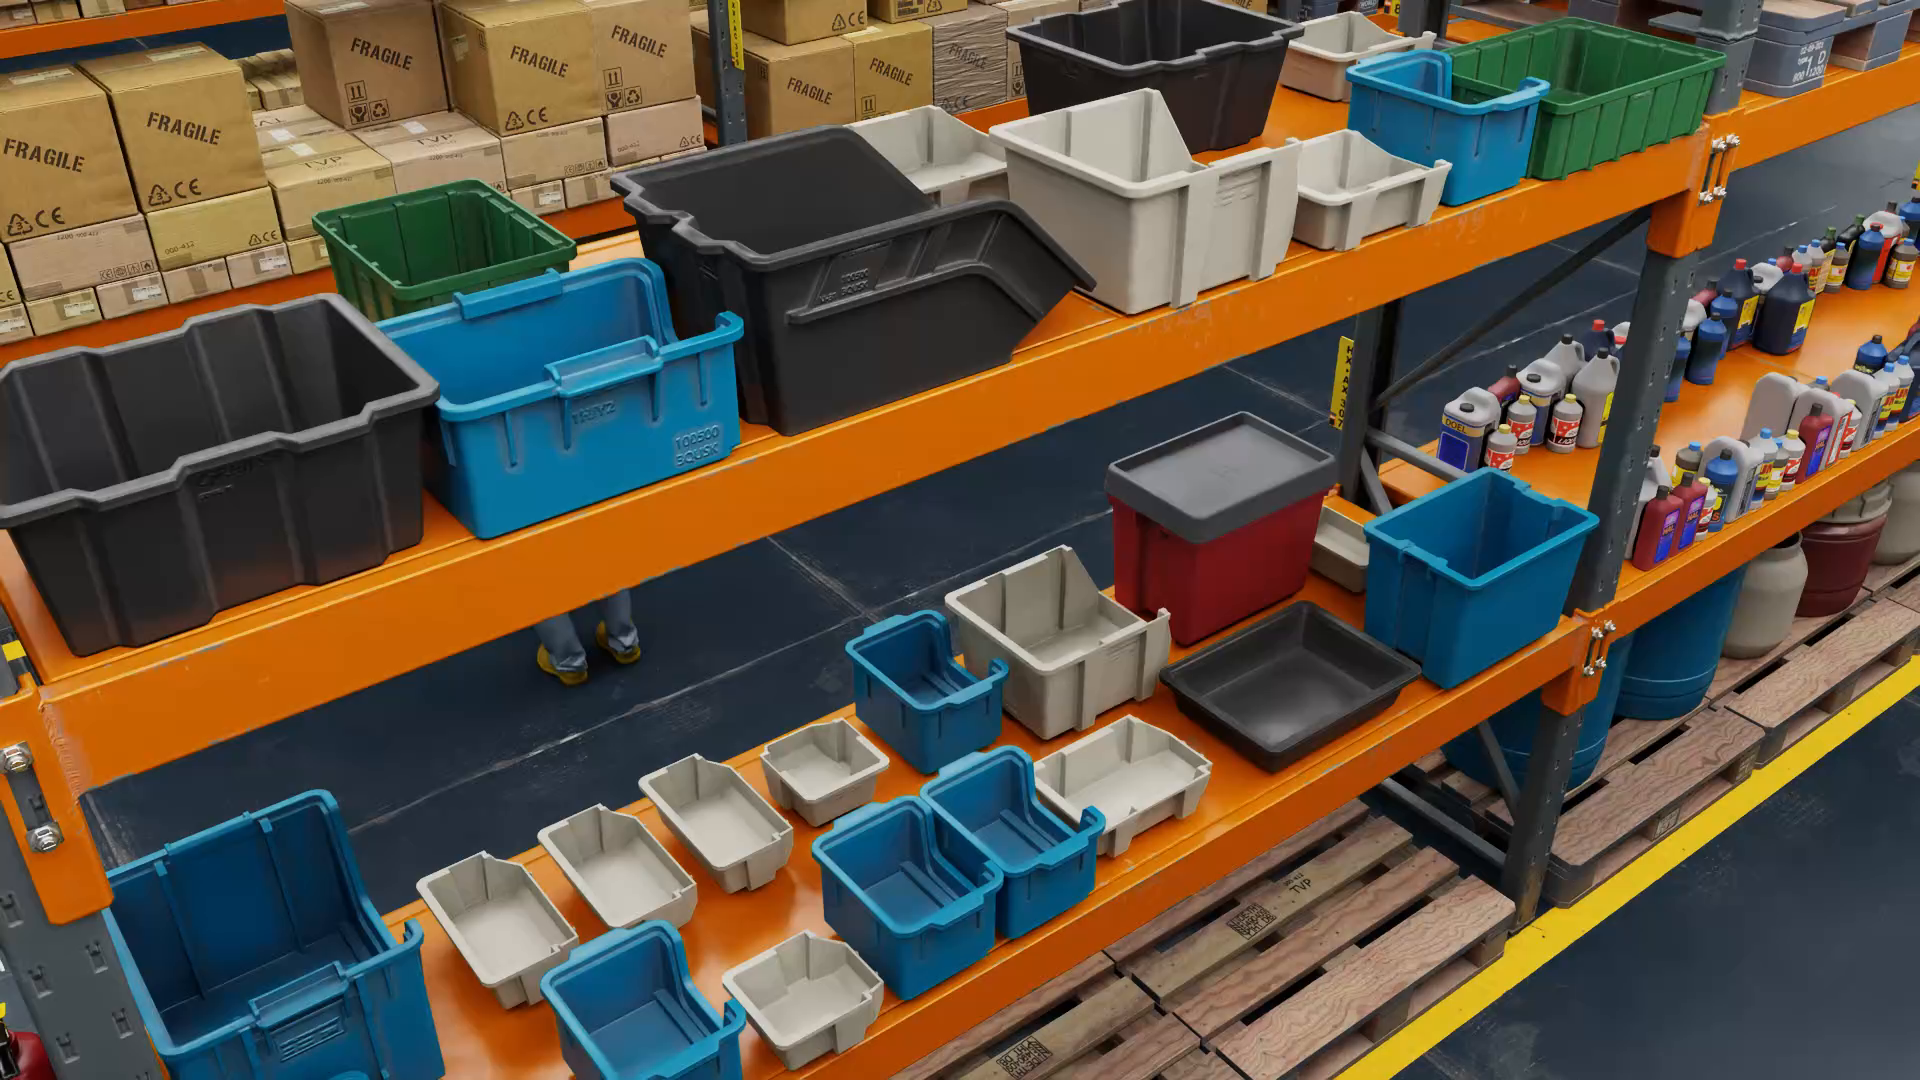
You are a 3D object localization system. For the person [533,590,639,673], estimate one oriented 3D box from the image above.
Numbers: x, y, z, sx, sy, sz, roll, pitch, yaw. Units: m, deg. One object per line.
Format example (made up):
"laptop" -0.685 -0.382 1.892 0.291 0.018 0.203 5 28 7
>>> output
"person" -1.603 -0.194 6.558 0.610 1.500 0.644 -22 38 -31
